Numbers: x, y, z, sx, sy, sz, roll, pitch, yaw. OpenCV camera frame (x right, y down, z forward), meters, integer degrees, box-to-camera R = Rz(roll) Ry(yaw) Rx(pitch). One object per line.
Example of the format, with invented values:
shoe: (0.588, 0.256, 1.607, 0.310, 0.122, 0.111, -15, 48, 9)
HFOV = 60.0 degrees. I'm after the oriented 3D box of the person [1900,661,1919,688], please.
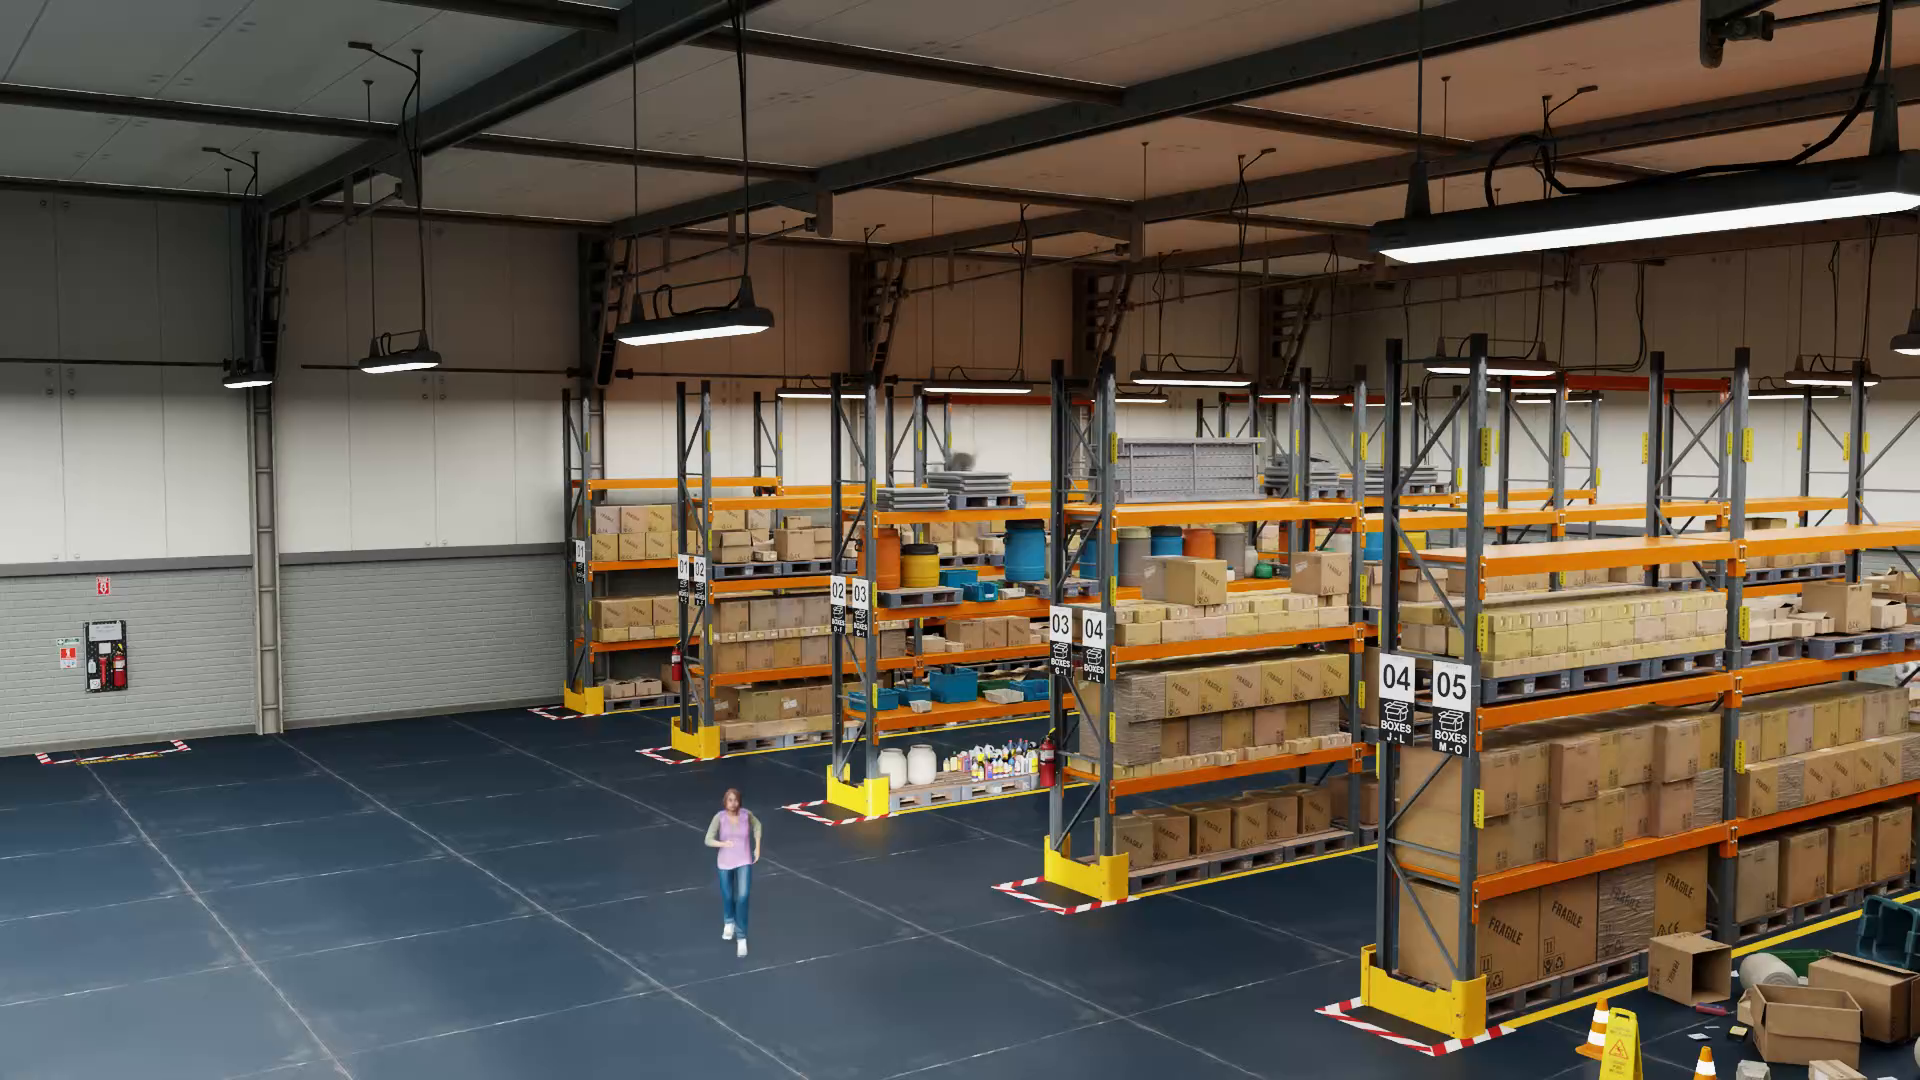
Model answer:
person: (15.805, 2.212, 27.532, 0.448, 0.610, 0.352, -1, 4, -10)
